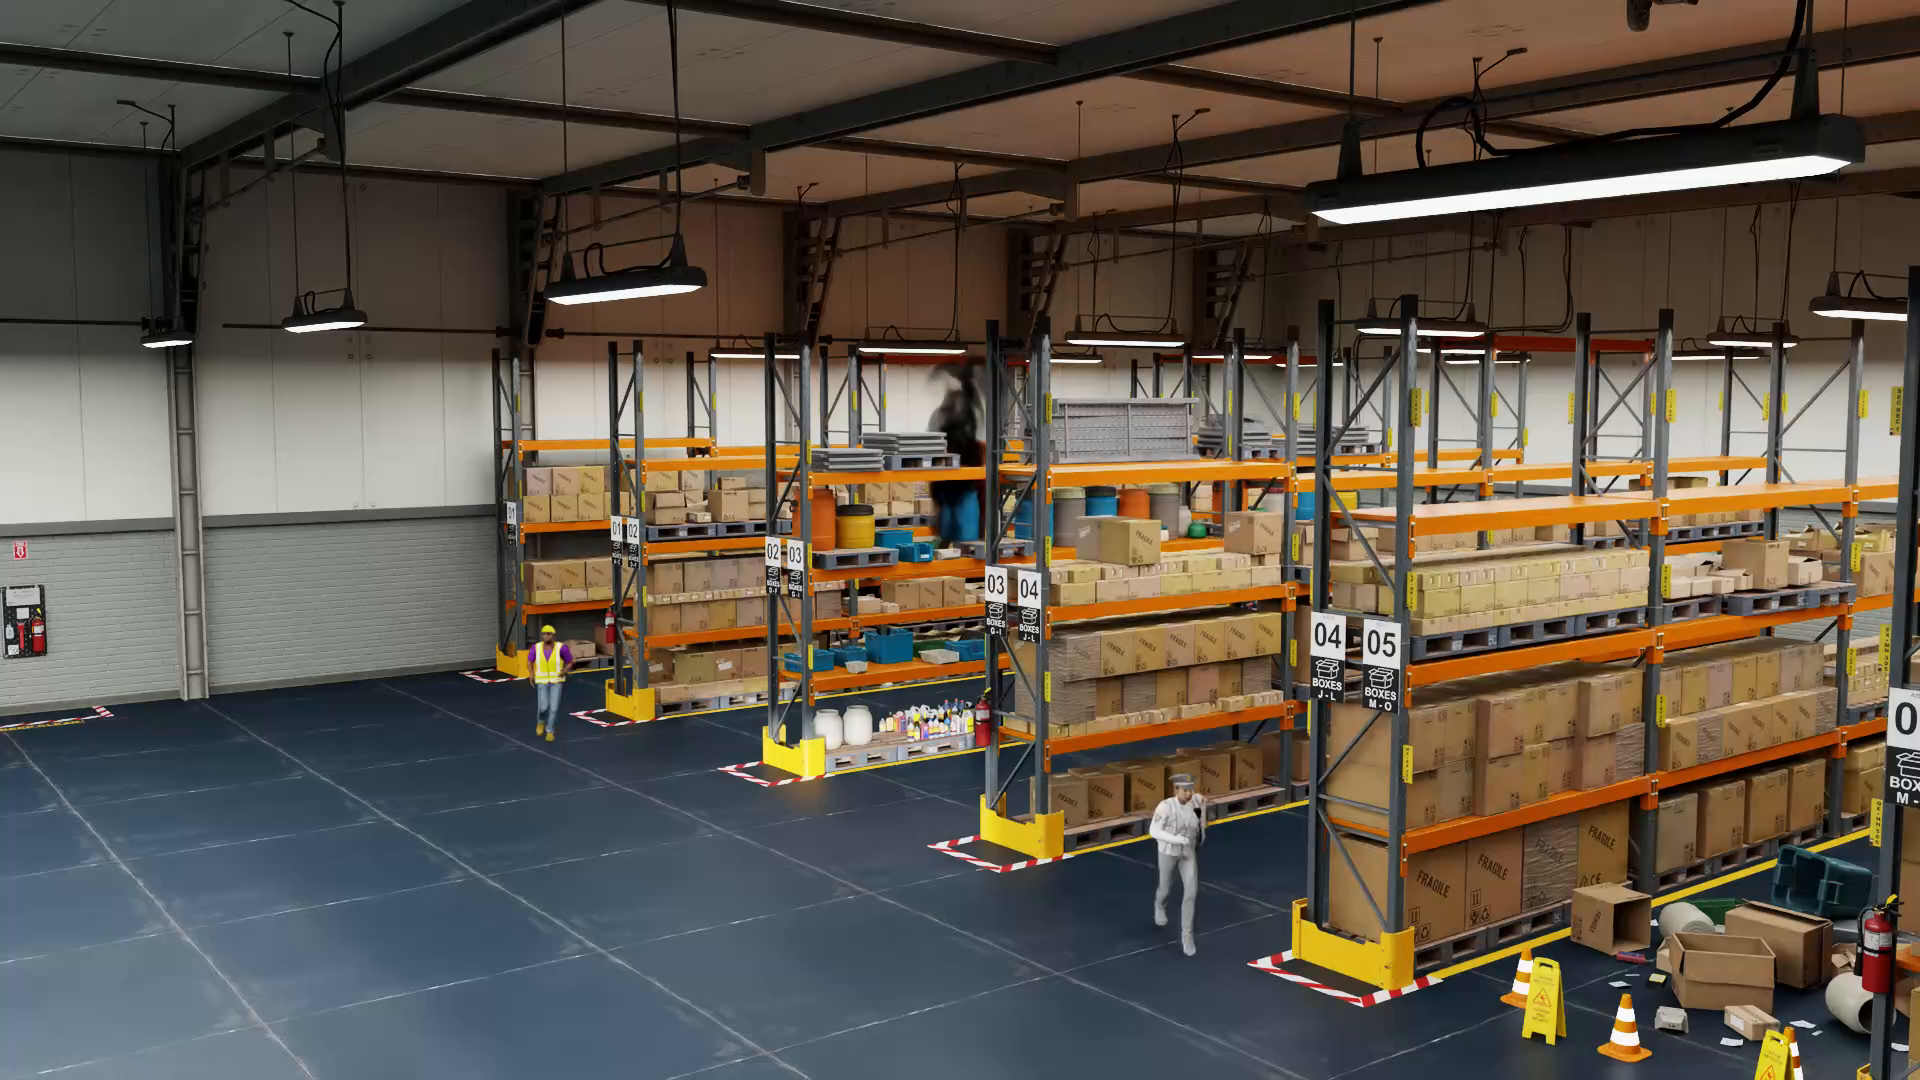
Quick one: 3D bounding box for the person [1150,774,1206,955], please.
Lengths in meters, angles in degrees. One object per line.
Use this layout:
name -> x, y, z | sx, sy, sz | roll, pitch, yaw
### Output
person -> 2.043, 2.986, 15.702 | 0.646, 1.706, 0.927 | -1, 5, -13

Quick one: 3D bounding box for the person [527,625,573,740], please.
person -> -6.103, 2.128, 24.763 | 0.682, 1.729, 0.596 | -1, 5, -11
